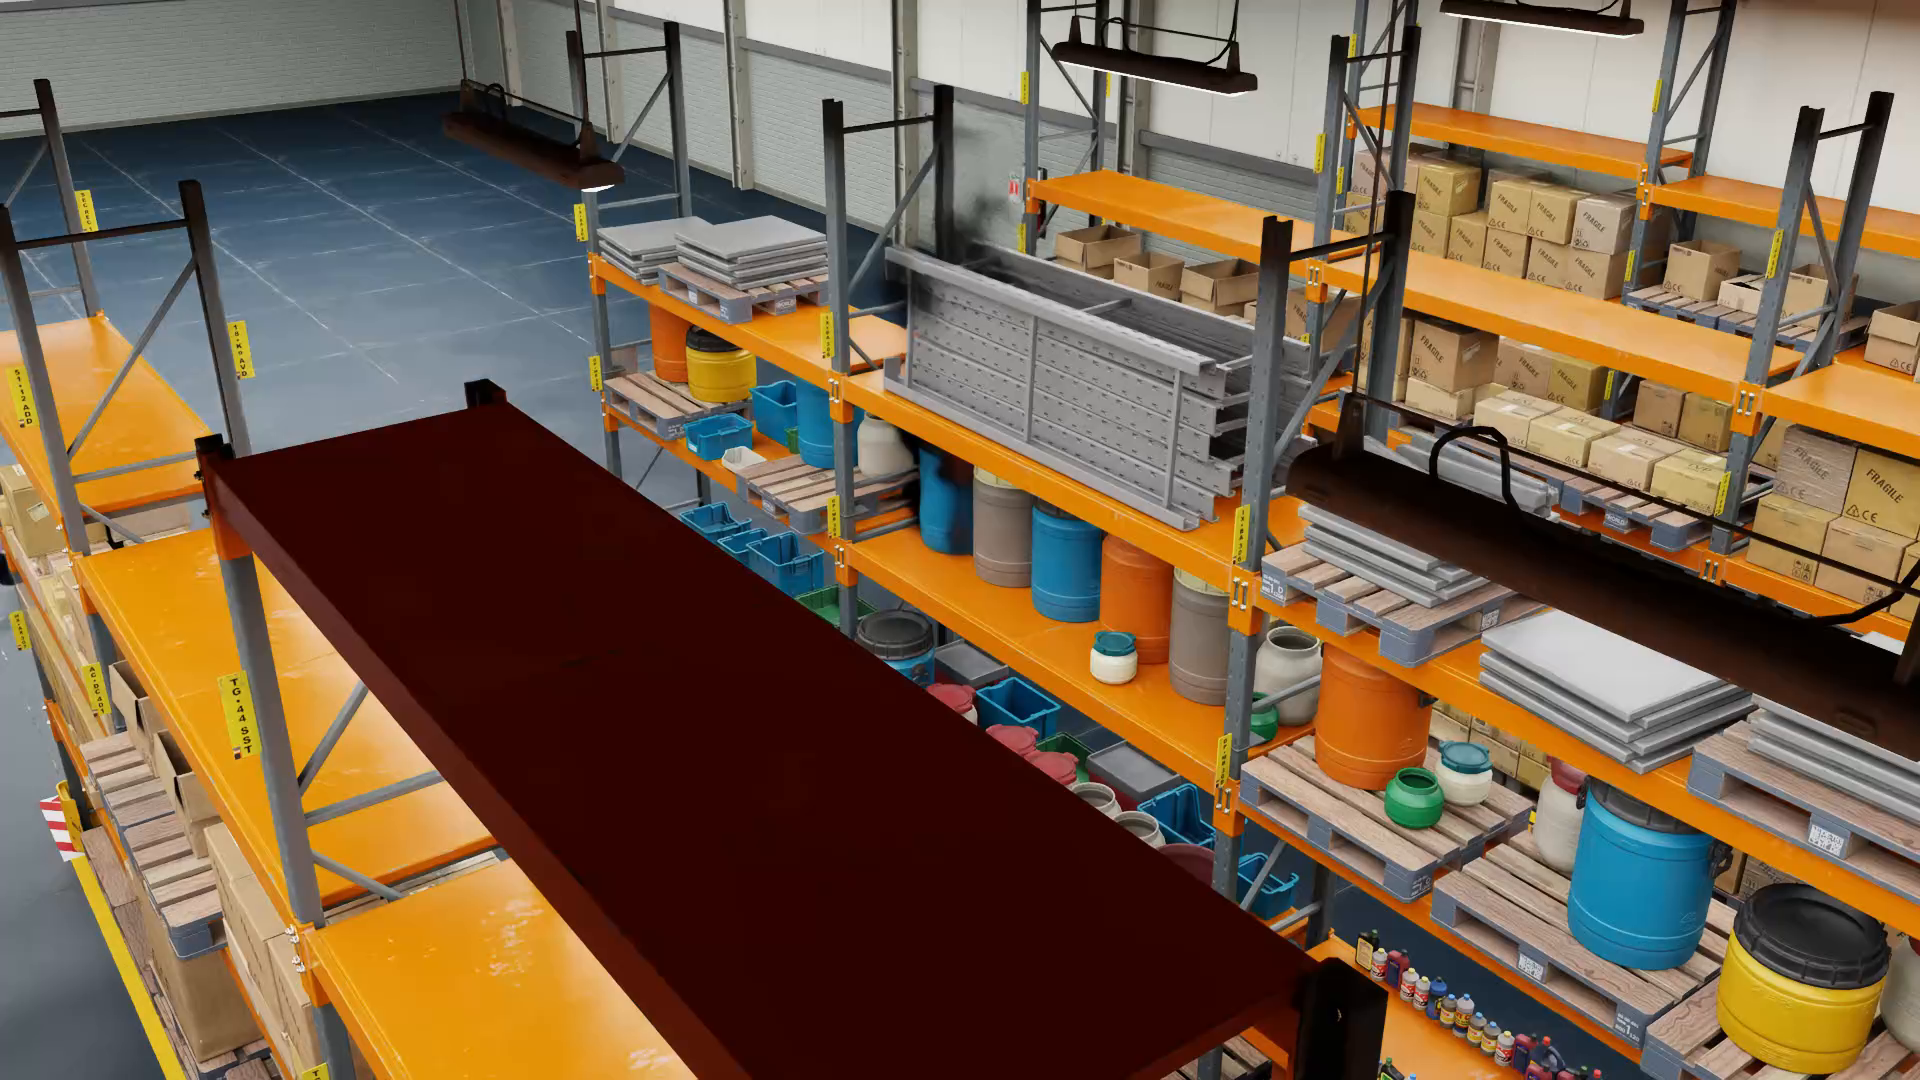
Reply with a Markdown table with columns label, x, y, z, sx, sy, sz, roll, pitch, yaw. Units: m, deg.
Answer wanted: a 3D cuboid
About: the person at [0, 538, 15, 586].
| label | x | y | z | sx | sy | sz | roll | pitch | yaw |
| --- | --- | --- | --- | --- | --- | --- | --- | --- | --- |
| person | -9.741 | 0.123 | 16.798 | 0.872 | 1.593 | 0.540 | -5 | 25 | -11 |
